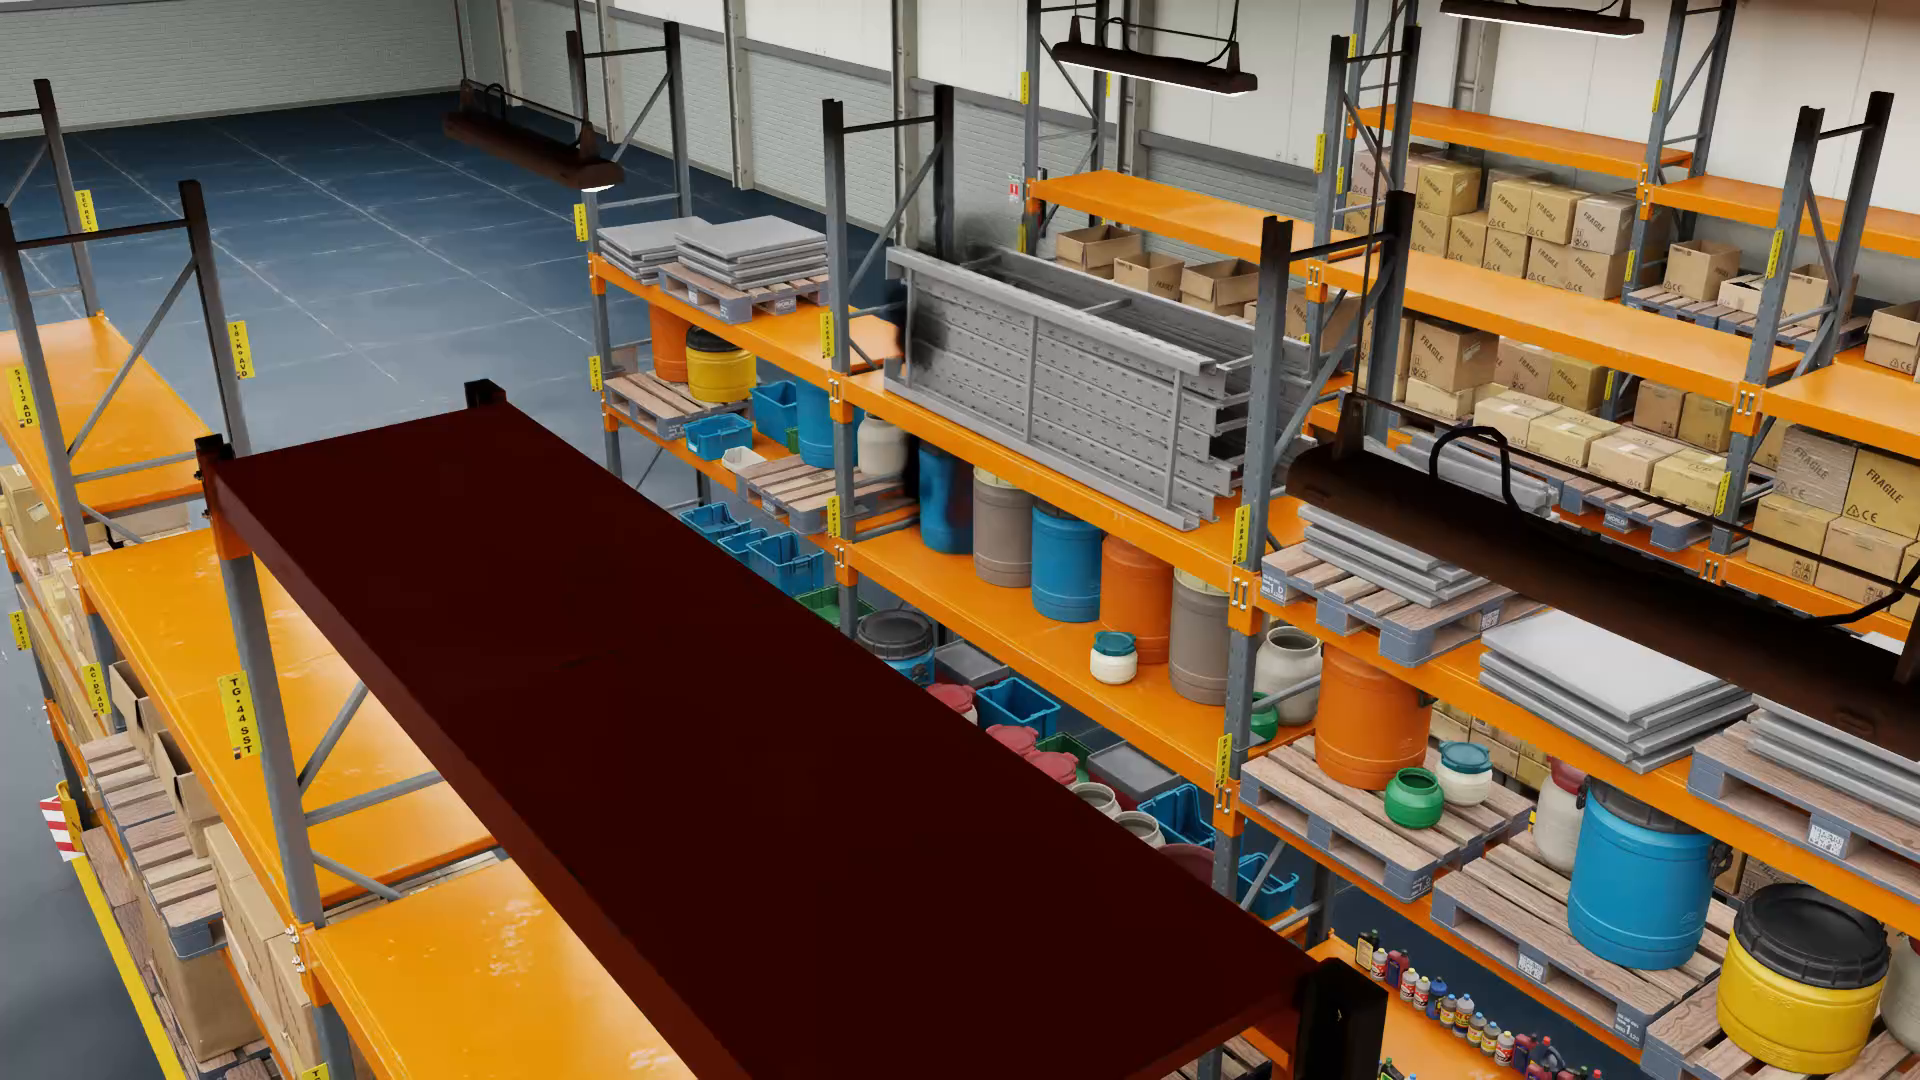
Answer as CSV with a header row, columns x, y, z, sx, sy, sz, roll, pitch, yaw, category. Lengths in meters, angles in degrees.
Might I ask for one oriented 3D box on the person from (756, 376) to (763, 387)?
x,y,z,sx,sy,sz,roll,pitch,yaw,category
-2.355,-1.224,19.619,0.742,1.613,0.569,-8,26,-17,person
